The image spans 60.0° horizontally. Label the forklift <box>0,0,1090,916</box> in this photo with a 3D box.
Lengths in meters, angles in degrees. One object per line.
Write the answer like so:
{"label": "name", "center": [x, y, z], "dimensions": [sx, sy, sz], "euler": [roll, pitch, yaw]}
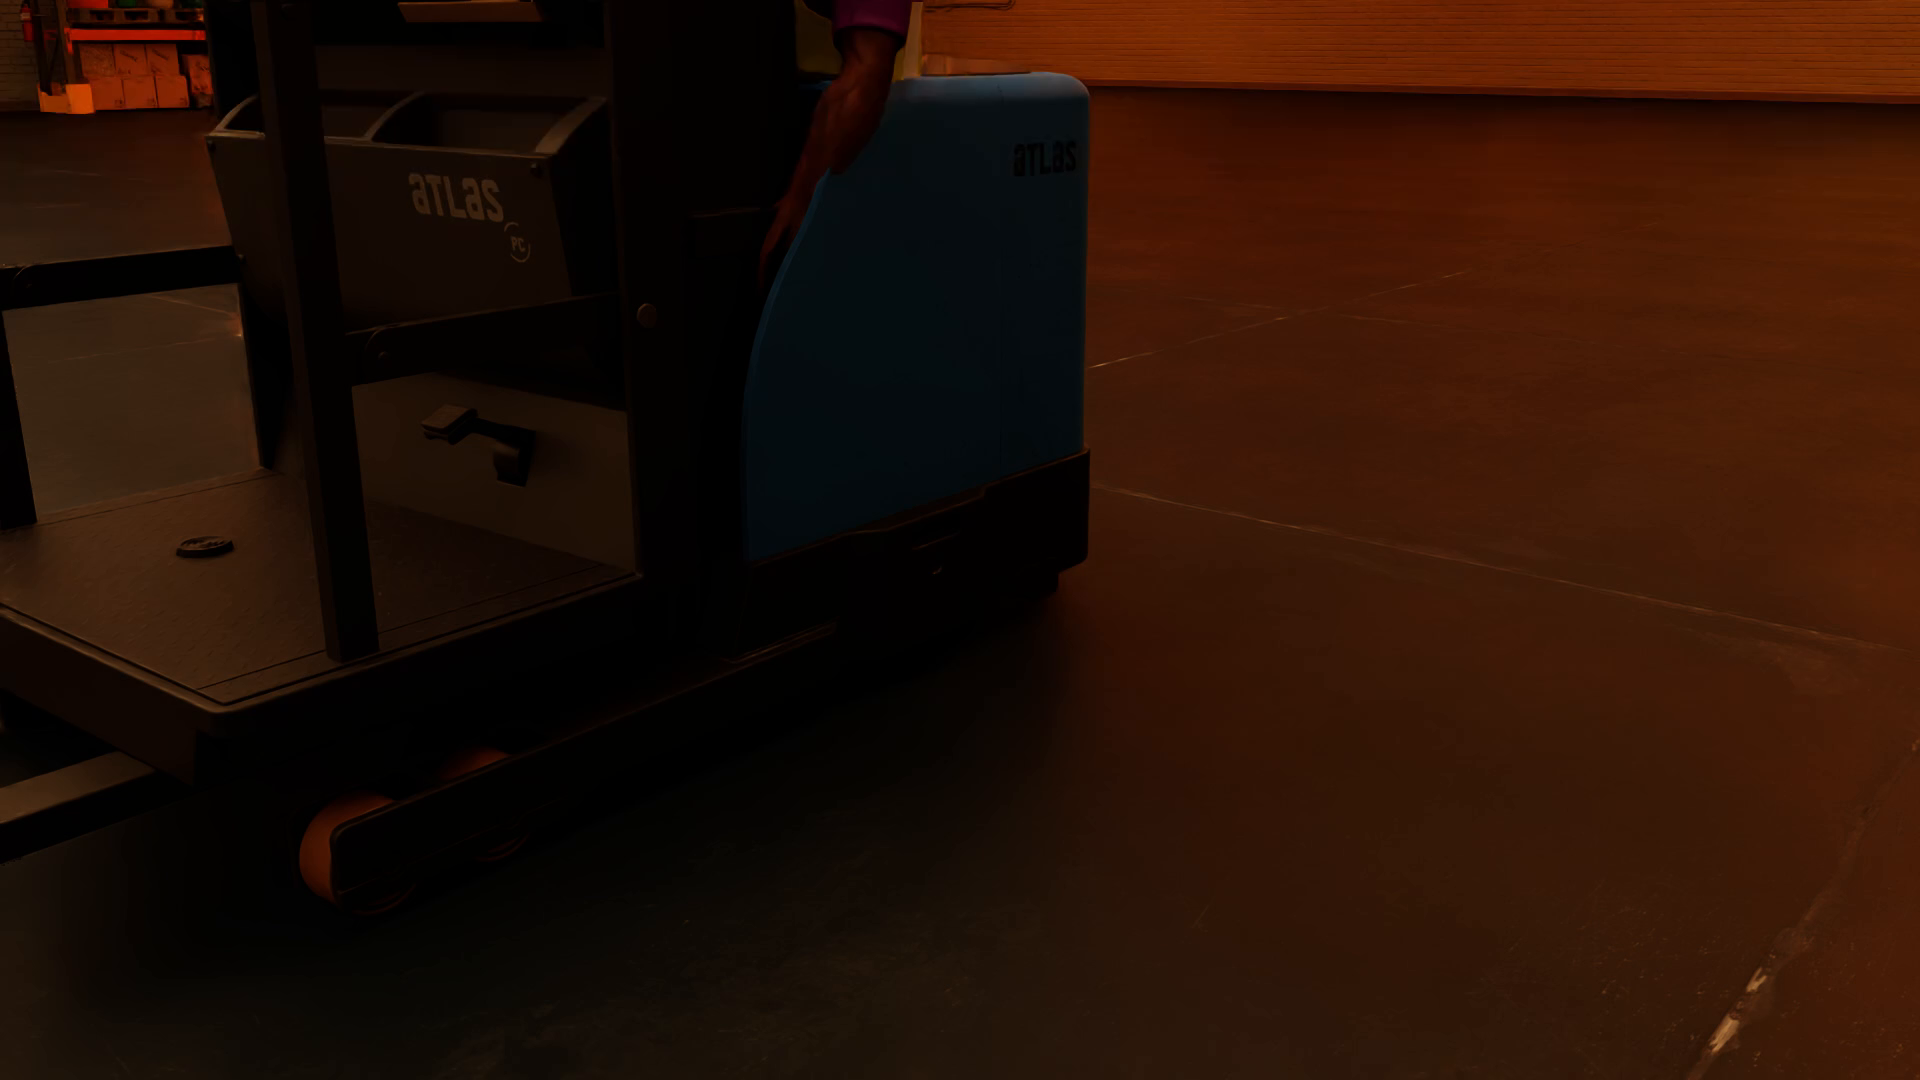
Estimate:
{"label": "forklift", "center": [-1.029, -1.054, 2.369], "dimensions": [1.130, 2.935, 3.031], "euler": [13, 21, 36]}

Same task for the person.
{"label": "person", "center": [-0.429, -0.632, 3.060], "dimensions": [0.717, 1.638, 0.787], "euler": [-4, 17, -12]}
